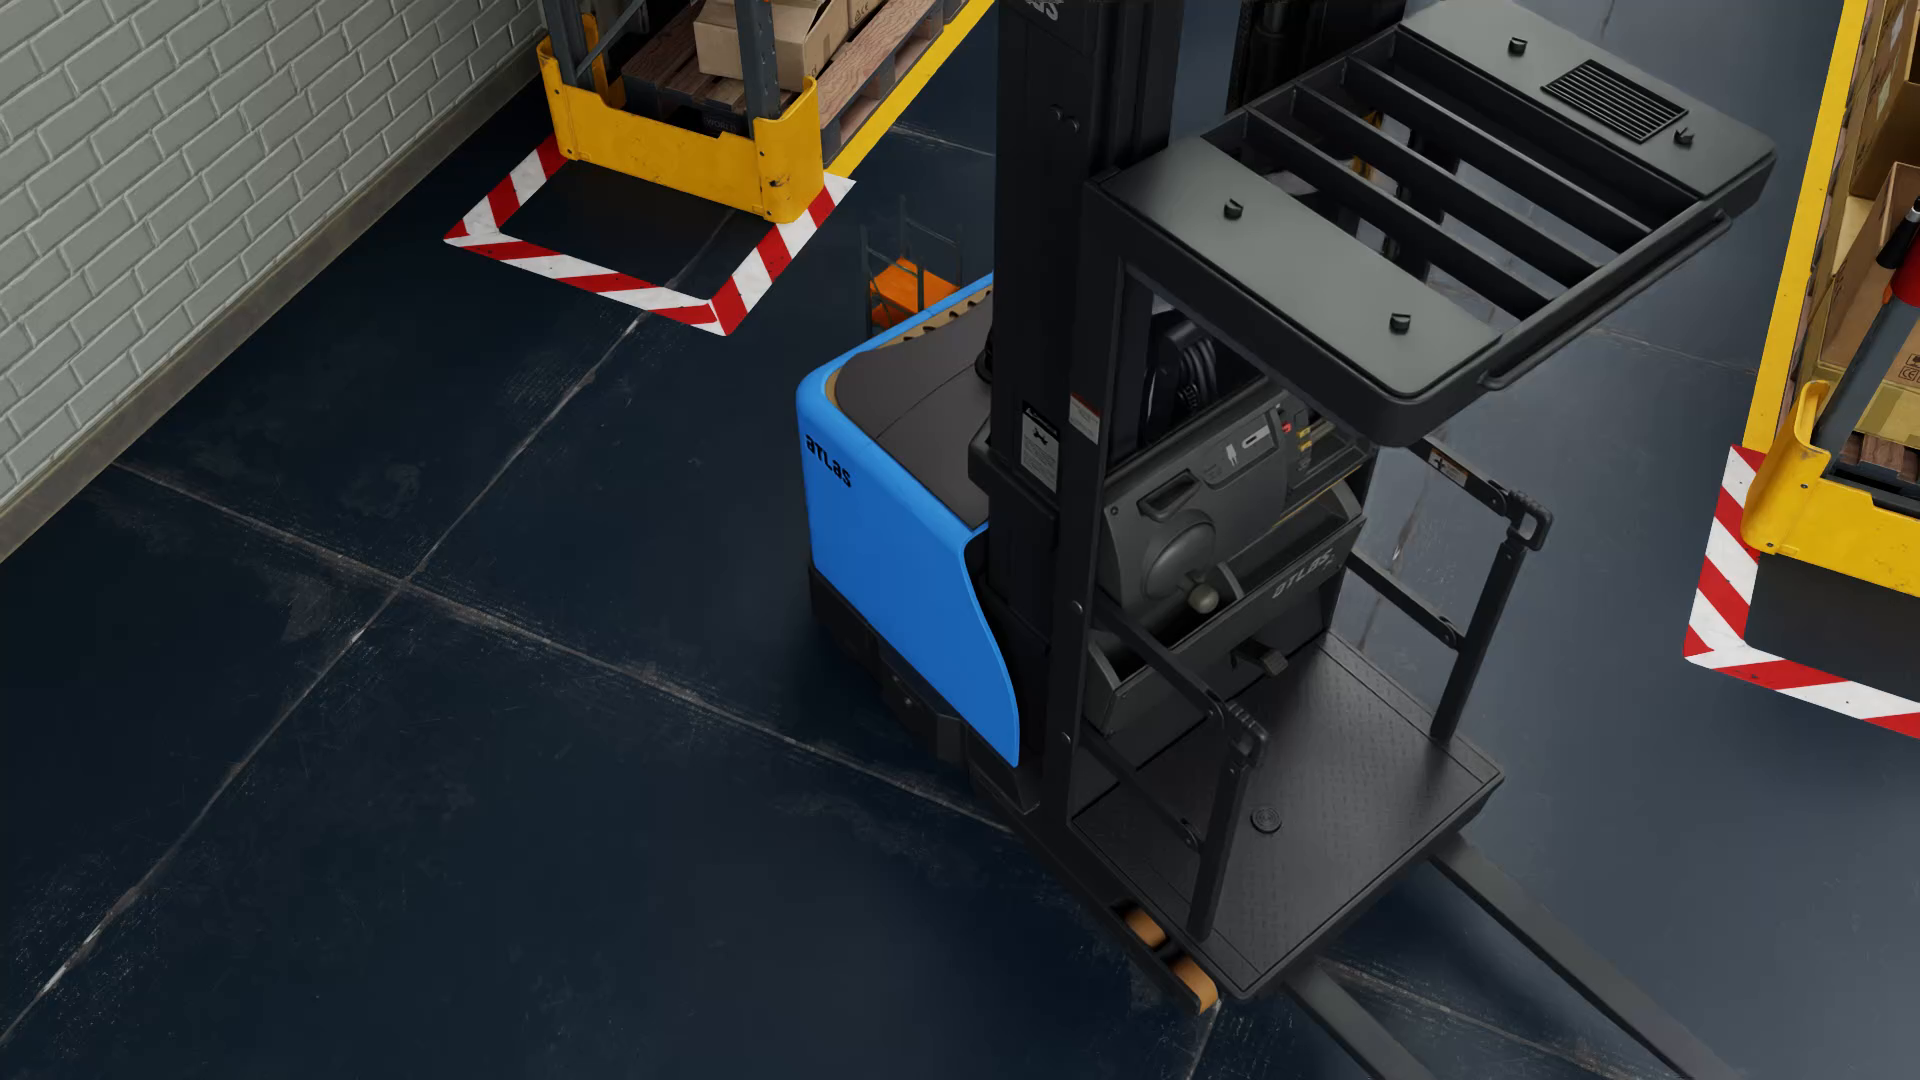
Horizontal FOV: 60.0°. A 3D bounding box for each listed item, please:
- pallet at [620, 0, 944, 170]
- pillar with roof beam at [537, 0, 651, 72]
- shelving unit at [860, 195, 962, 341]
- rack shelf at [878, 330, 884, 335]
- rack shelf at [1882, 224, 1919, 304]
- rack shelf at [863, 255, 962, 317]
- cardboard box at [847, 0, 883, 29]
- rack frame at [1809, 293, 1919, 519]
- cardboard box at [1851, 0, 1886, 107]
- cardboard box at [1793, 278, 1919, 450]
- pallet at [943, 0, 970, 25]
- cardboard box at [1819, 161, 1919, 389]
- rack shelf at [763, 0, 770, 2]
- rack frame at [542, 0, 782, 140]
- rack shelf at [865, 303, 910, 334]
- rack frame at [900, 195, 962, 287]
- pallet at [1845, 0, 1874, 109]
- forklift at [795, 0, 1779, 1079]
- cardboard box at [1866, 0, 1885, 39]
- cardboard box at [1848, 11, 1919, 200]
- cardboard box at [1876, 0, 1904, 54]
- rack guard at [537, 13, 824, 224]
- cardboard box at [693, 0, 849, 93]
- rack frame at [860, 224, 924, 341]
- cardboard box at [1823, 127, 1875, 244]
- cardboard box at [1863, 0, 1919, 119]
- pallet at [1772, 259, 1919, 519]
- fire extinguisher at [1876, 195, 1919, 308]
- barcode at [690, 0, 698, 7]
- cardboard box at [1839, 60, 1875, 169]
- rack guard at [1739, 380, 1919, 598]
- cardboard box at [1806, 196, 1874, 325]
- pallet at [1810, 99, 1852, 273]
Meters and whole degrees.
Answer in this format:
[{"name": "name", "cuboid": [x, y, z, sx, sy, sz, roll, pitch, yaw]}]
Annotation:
[{"name": "pallet", "cuboid": [-0.774, -2.212, 7.494, 1.003, 0.211, 1.213, 20, 52, 16]}, {"name": "pillar with roof beam", "cuboid": [2.223, -3.823, 3.094, 9.100, 9.000, 0.400, 20, 52, 16]}, {"name": "shelving unit", "cuboid": [-0.146, -0.552, 5.432, 0.258, 1.200, 0.189, 31, 56, 24]}, {"name": "rack shelf", "cuboid": [-0.146, -0.601, 5.374, 0.258, 0.103, 0.180, 31, 56, 24]}, {"name": "rack shelf", "cuboid": [4.149, -2.051, 5.998, 1.077, 0.370, 4.000, 20, 52, 16]}, {"name": "rack shelf", "cuboid": [-0.146, -0.756, 5.191, 0.258, 0.103, 0.180, 31, 56, 24]}, {"name": "cardboard box", "cuboid": [-0.565, -2.627, 7.492, 0.500, 0.311, 0.500, 24, 54, 19]}, {"name": "rack frame", "cuboid": [3.295, -0.906, 4.552, 1.000, 3.000, 0.127, 20, 52, 16]}, {"name": "cardboard box", "cuboid": [4.095, -2.000, 7.012, 0.500, 0.250, 0.500, 20, 52, 16]}, {"name": "cardboard box", "cuboid": [3.257, -0.617, 5.835, 0.500, 0.250, 0.500, 20, 52, 16]}, {"name": "pallet", "cuboid": [-0.252, -3.049, 8.206, 1.003, 0.211, 1.213, 20, 52, 16]}, {"name": "cardboard box", "cuboid": [3.255, -0.861, 5.550, 0.500, 0.500, 0.500, 20, 52, 16]}, {"name": "rack shelf", "cuboid": [-0.331, -3.660, 7.367, 1.077, 0.370, 4.000, 20, 52, 16]}, {"name": "rack frame", "cuboid": [-1.186, -2.516, 5.921, 1.000, 3.000, 0.127, 20, 52, 16]}, {"name": "rack shelf", "cuboid": [-0.146, -0.678, 5.283, 0.258, 0.103, 0.180, 31, 56, 24]}, {"name": "rack frame", "cuboid": [-0.088, -0.606, 5.478, 0.240, 1.200, 0.006, 31, 56, 24]}, {"name": "pallet", "cuboid": [4.626, -2.223, 7.503, 1.003, 0.211, 1.213, 20, 52, 16]}, {"name": "forklift", "cuboid": [0.839, -0.074, 3.888, 1.130, 2.935, 3.031, -32, 57, -24]}, {"name": "cardboard box", "cuboid": [4.313, -2.343, 7.303, 0.500, 0.250, 0.500, 20, 52, 16]}, {"name": "cardboard box", "cuboid": [3.669, -1.554, 6.140, 0.500, 0.500, 0.500, 20, 52, 16]}, {"name": "cardboard box", "cuboid": [4.095, -2.243, 6.726, 0.500, 0.500, 0.500, 20, 52, 16]}, {"name": "rack guard", "cuboid": [-1.153, -1.758, 6.918, 1.175, 0.500, 0.348, 20, 52, 16]}, {"name": "cardboard box", "cuboid": [-0.809, -2.234, 7.158, 0.500, 0.311, 0.500, 14, 51, 12]}, {"name": "rack frame", "cuboid": [-0.203, -0.497, 5.385, 0.240, 1.200, 0.006, 31, 56, 24]}, {"name": "cardboard box", "cuboid": [3.671, -1.310, 6.425, 0.500, 0.250, 0.500, 20, 52, 16]}, {"name": "cardboard box", "cuboid": [3.883, -1.898, 6.433, 0.500, 0.500, 0.500, 20, 52, 16]}, {"name": "pallet", "cuboid": [3.583, -0.543, 6.073, 1.003, 0.211, 1.213, 20, 52, 16]}, {"name": "fire extinguisher", "cuboid": [2.824, -0.951, 4.641, 0.296, 0.674, 0.183, 20, 52, 16]}, {"name": "barcode", "cuboid": [-1.163, -2.380, 7.276, 0.001, 0.075, 0.075, 20, 52, 16]}, {"name": "cardboard box", "cuboid": [3.887, -1.654, 6.717, 0.500, 0.250, 0.500, 20, 52, 16]}, {"name": "rack guard", "cuboid": [3.284, -0.080, 5.490, 1.175, 0.500, 0.348, 20, 52, 16]}, {"name": "cardboard box", "cuboid": [3.459, -0.965, 6.131, 0.500, 0.250, 0.500, 20, 52, 16]}, {"name": "pallet", "cuboid": [4.106, -1.380, 6.786, 1.003, 0.211, 1.213, 20, 52, 16]}]
